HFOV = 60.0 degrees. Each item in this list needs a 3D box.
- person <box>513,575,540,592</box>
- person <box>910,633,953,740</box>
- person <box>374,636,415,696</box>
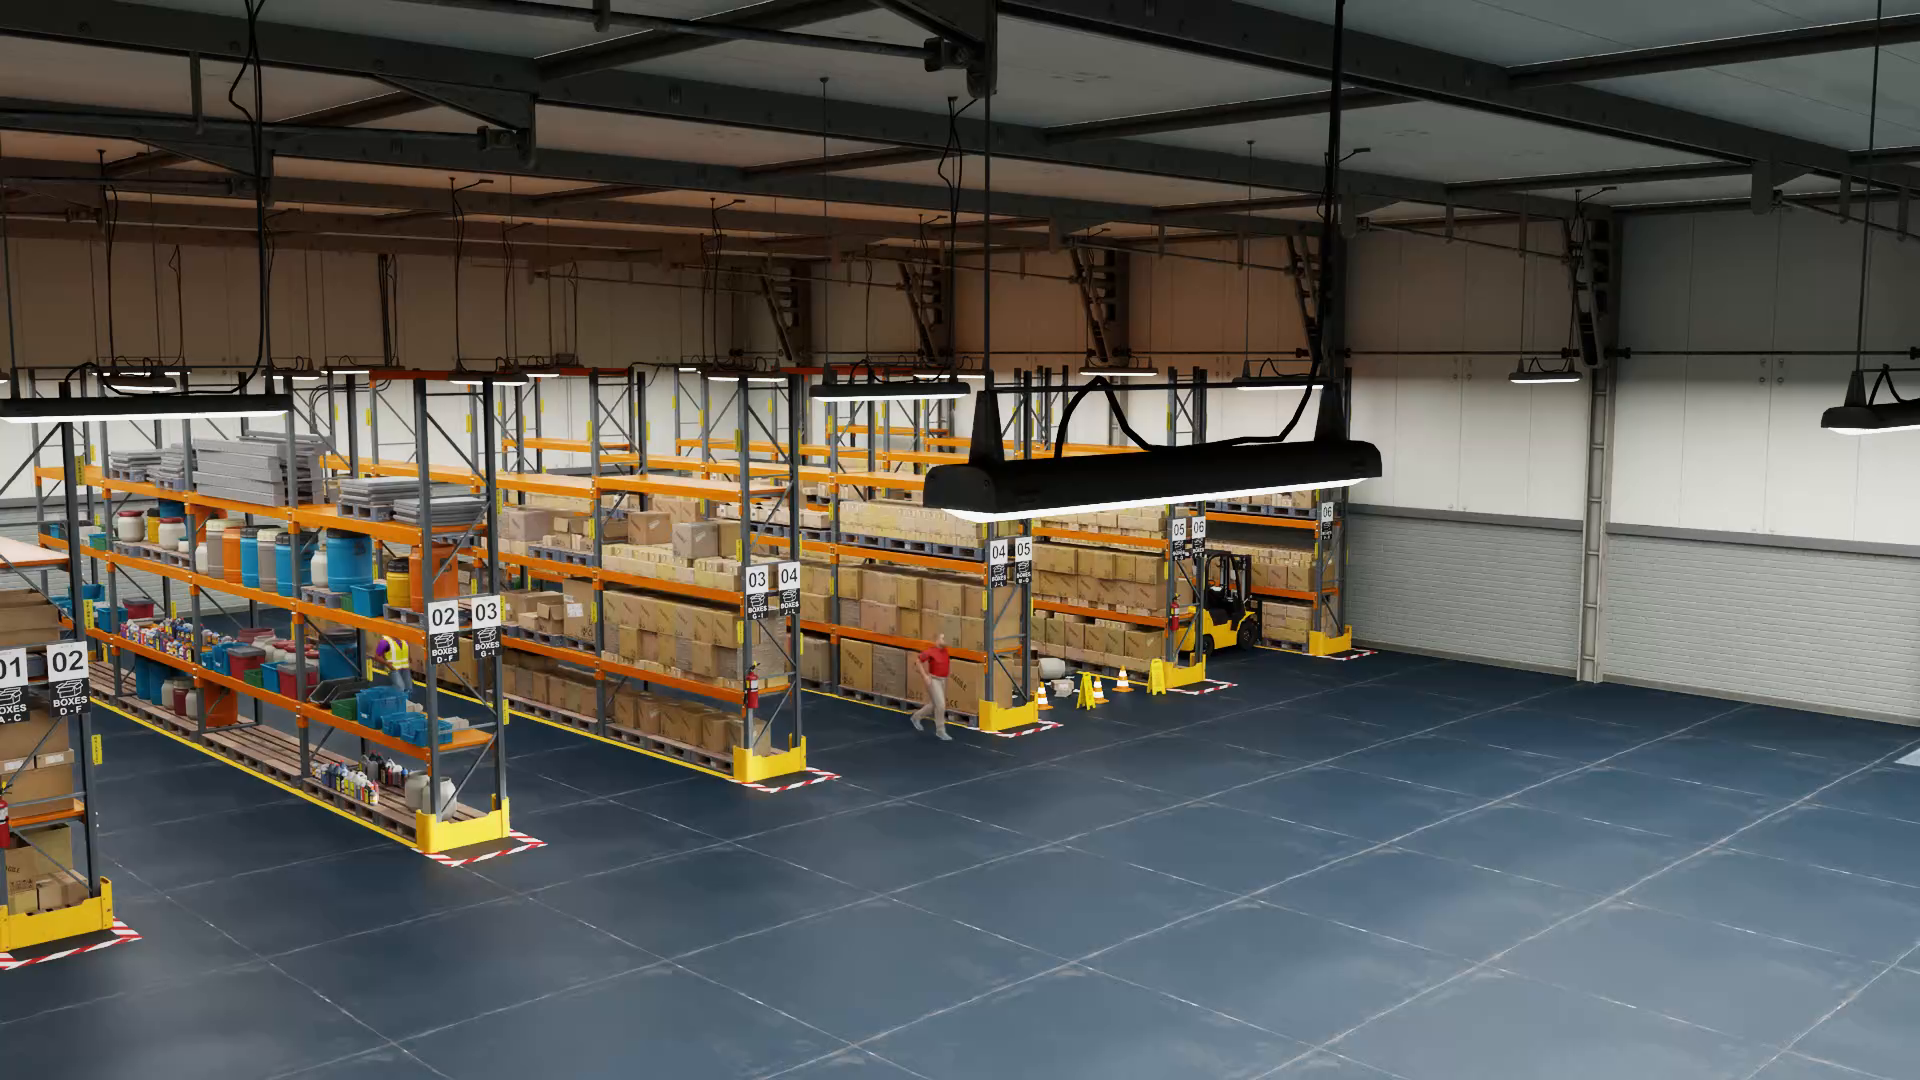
[{"bbox_3d":[-10.730,0.850,41.025,0.932,1.708,0.709,-1,7,-11],"label":"person"},{"bbox_3d":[-0.416,2.409,27.518,0.899,1.743,0.692,4,7,30],"label":"person"},{"bbox_3d":[-9.792,2.226,28.835,0.616,1.718,0.699,4,8,34],"label":"person"}]
